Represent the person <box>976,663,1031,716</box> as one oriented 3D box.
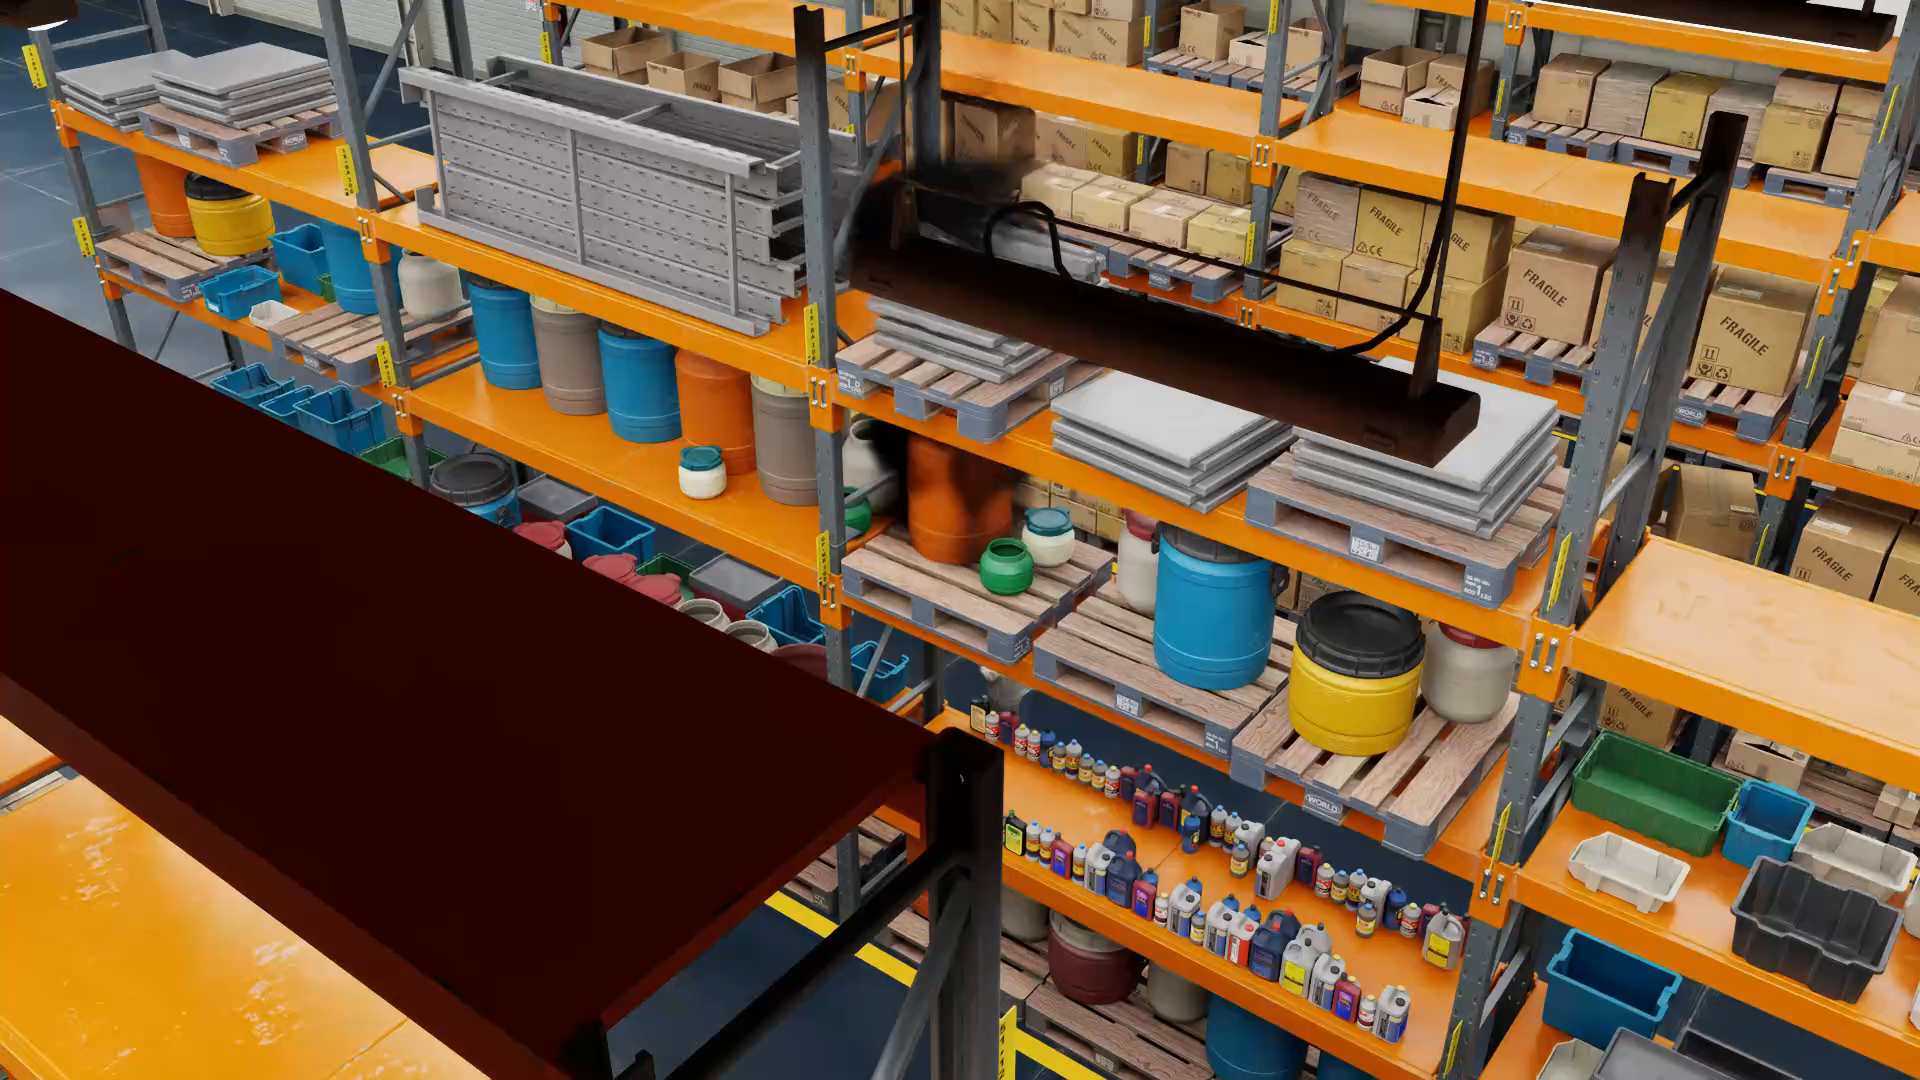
[{"bbox_3d":[0.378,1.093,11.934,0.871,1.613,0.539,20,37,29],"label":"person"}]
